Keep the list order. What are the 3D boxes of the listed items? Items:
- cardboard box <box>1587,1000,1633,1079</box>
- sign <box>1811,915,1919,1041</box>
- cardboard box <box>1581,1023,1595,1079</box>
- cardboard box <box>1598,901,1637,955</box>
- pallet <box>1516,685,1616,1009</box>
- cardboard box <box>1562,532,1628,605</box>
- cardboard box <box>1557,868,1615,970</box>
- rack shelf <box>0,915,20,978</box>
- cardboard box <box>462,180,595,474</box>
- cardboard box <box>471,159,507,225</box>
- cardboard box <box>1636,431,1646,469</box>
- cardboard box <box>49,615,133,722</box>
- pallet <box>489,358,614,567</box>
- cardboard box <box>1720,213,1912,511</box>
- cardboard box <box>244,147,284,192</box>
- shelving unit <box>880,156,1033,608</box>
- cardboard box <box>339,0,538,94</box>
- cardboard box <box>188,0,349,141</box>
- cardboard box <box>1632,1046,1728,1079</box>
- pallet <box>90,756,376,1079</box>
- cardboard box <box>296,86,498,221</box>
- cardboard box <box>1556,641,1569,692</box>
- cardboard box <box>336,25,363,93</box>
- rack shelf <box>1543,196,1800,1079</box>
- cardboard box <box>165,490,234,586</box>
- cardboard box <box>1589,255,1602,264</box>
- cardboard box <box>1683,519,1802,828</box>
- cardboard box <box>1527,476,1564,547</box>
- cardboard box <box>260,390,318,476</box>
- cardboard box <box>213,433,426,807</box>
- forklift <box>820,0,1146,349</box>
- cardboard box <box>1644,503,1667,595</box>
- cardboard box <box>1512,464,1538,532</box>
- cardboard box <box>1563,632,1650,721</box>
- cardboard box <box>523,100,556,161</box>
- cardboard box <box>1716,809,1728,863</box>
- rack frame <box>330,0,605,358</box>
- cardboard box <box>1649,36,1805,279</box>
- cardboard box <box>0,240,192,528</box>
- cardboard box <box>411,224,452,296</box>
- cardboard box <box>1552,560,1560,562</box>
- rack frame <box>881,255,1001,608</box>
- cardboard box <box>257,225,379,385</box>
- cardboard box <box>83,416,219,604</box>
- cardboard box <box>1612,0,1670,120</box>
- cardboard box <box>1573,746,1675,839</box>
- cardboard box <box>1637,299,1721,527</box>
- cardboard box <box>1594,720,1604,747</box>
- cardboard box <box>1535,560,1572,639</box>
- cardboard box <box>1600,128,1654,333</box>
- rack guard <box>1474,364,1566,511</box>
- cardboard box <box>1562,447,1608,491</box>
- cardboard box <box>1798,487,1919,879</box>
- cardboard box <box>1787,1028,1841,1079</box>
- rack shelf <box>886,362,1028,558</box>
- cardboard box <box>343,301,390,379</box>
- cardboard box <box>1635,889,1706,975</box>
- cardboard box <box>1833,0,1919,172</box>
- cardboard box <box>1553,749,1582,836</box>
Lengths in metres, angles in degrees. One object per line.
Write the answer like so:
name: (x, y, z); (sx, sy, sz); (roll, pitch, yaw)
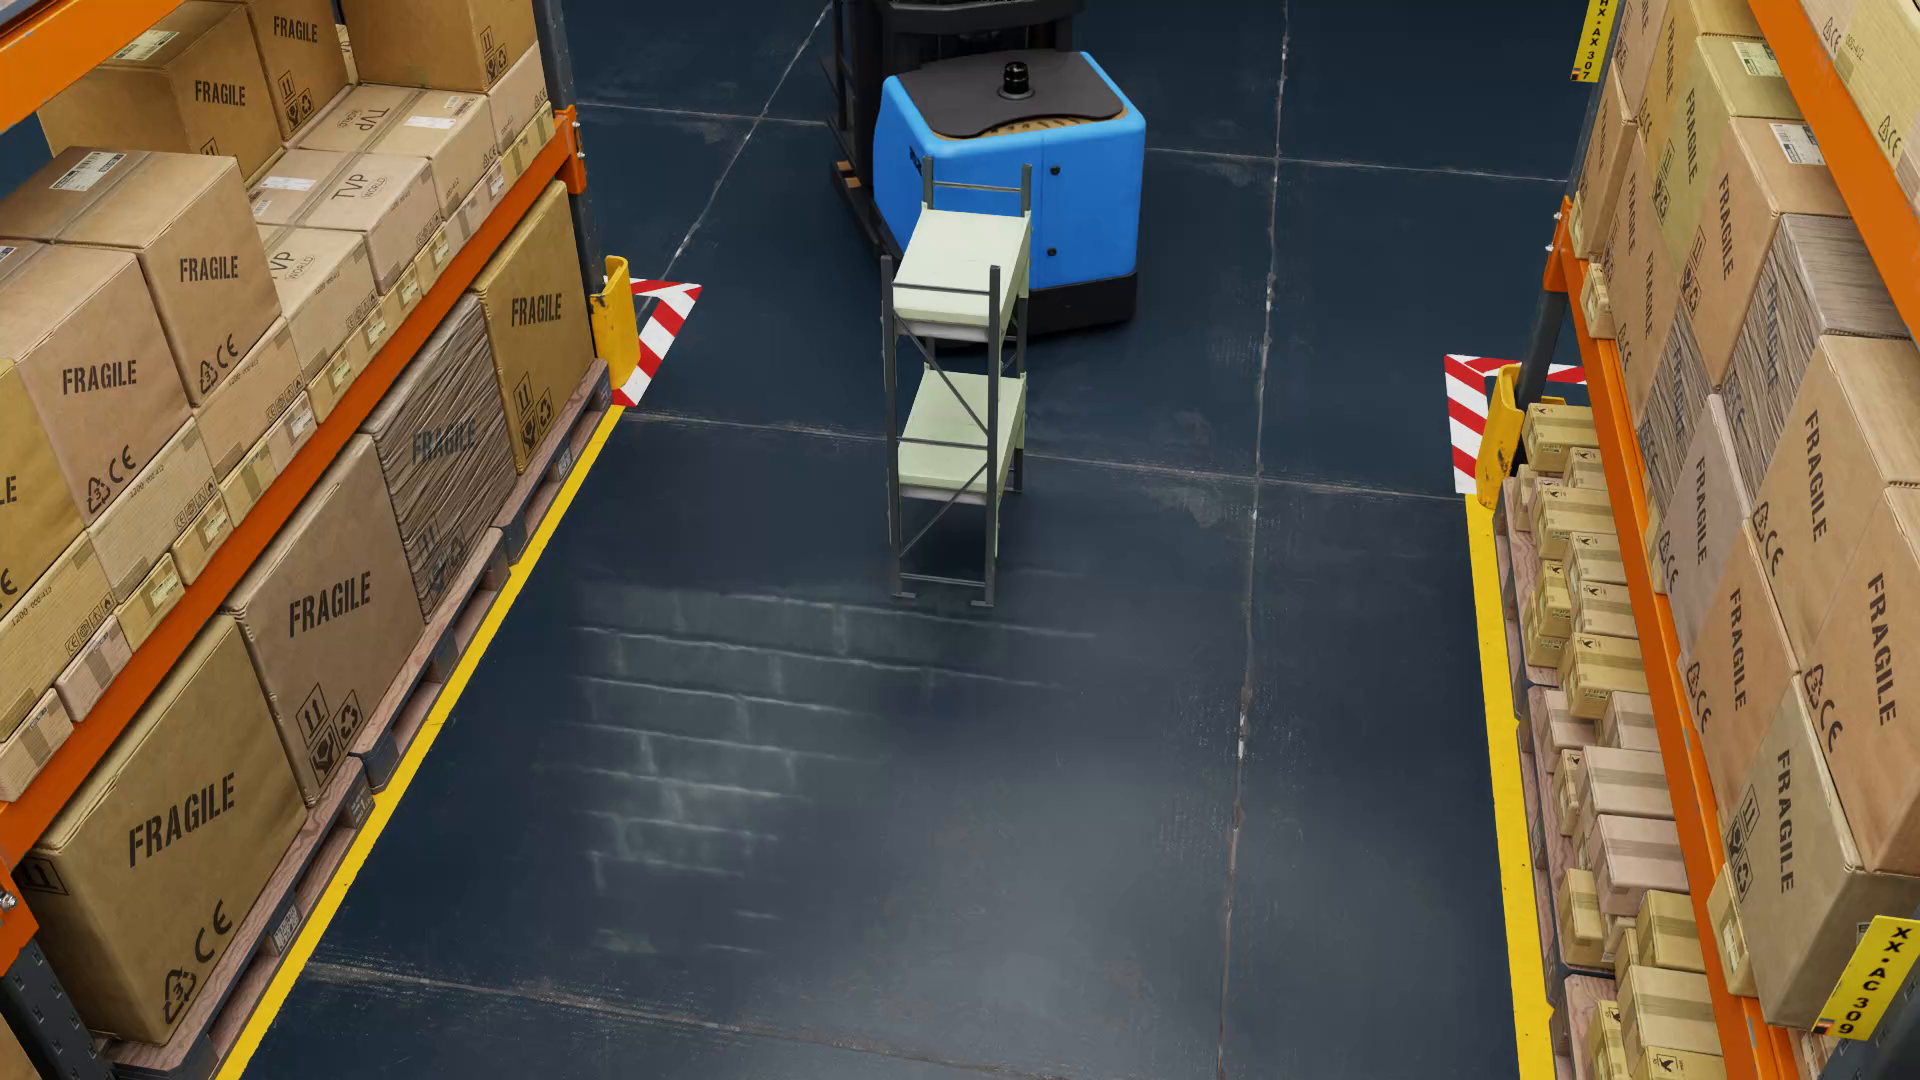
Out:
cardboard box: (1.887, 1.382, 4.398); (0.380, 0.149, 0.250); (5, 40, 6)
sign: (1.546, 0.746, 2.815); (0.100, 0.325, 0.005); (6, 40, 8)
cardboard box: (1.924, 1.461, 4.537); (0.380, 0.149, 0.250); (5, 40, 6)
cardboard box: (2.052, 1.074, 4.772); (0.380, 0.149, 0.250); (7, 40, 9)
pallet: (2.372, 1.016, 5.356); (1.003, 0.211, 1.213); (6, 40, 8)
cardboard box: (2.289, 0.118, 5.694); (0.380, 0.149, 0.250); (5, 40, 5)
cardboard box: (1.993, 1.138, 4.927); (0.380, 0.149, 0.250); (6, 40, 8)
rack shelf: (-3.132, 2.056, 2.473); (1.077, 0.370, 4.000); (6, 40, 8)
cardboard box: (-2.125, -0.919, 6.845); (0.875, 0.875, 0.875); (6, 40, 8)
cardboard box: (-1.919, -1.308, 6.176); (0.380, 0.149, 0.250); (6, 40, 8)
cardboard box: (2.241, -0.288, 4.941); (0.380, 0.149, 0.250); (6, 40, 7)
cardboard box: (-2.361, 0.307, 4.222); (0.380, 0.149, 0.250); (5, 40, 6)
pallet: (-2.155, -0.401, 7.070); (1.003, 0.211, 1.213); (6, 40, 8)
cardboard box: (2.084, -0.374, 3.751); (0.500, 0.500, 0.500); (7, 40, 9)
cardboard box: (-2.616, -1.130, 5.647); (0.500, 0.250, 0.500); (5, 40, 6)
shelving unit: (-0.001, -0.574, 6.267); (0.431, 1.500, 0.755); (6, 40, 8)
cardboard box: (-1.919, -1.998, 6.108); (0.500, 0.500, 0.500); (7, 40, 8)
cardboard box: (-2.529, -1.747, 5.805); (0.500, 0.500, 0.500); (5, 40, 7)
cardboard box: (1.892, 1.425, 4.113); (0.380, 0.149, 0.250); (7, 40, 8)
pallet: (-2.577, 1.130, 5.218); (1.003, 0.211, 1.213); (6, 40, 8)
cardboard box: (-2.004, -1.392, 5.963); (0.500, 0.250, 0.500); (6, 40, 7)
cardboard box: (2.265, 0.503, 5.695); (0.380, 0.149, 0.250); (6, 40, 8)
cardboard box: (-2.442, -1.772, 6.423); (0.500, 0.250, 0.500); (5, 40, 6)
rack shelf: (2.428, 0.156, 4.771); (1.077, 0.370, 4.000); (6, 40, 8)
cardboard box: (-2.273, -0.024, 4.622); (0.380, 0.149, 0.250); (5, 40, 6)
cardboard box: (2.392, -0.948, 5.740); (0.380, 0.149, 0.250); (8, 40, 9)
cardboard box: (1.978, 0.321, 3.696); (0.500, 0.500, 0.500); (5, 40, 6)
cardboard box: (2.328, -0.088, 6.176); (0.380, 0.149, 0.250); (6, 40, 7)
cardboard box: (-2.183, -0.342, 5.006); (0.380, 0.149, 0.250); (7, 40, 8)
cardboard box: (-2.437, 0.211, 5.479); (0.875, 0.875, 0.875); (6, 40, 8)
forklift: (-0.070, -2.964, 8.034); (1.130, 2.935, 3.031); (-11, 41, -13)
cardboard box: (2.101, 0.037, 4.549); (0.380, 0.149, 0.250); (7, 40, 9)
cardboard box: (2.368, -0.146, 6.480); (0.380, 0.149, 0.250); (7, 40, 9)
cardboard box: (2.141, 0.451, 5.291); (0.380, 0.149, 0.250); (7, 40, 8)
cardboard box: (-1.831, -1.630, 6.564); (0.380, 0.149, 0.250); (7, 40, 9)
cardboard box: (1.943, 0.691, 3.757); (0.380, 0.149, 0.250); (8, 40, 9)
rack frame: (-2.093, -1.986, 6.799); (1.000, 3.000, 0.127); (6, 40, 8)
cardboard box: (2.242, -1.021, 4.534); (0.500, 0.500, 0.500); (6, 40, 7)
cardboard box: (-2.358, -0.403, 4.179); (0.500, 0.500, 0.500); (6, 40, 8)
cardboard box: (-2.006, -0.989, 5.789); (0.380, 0.149, 0.250); (6, 40, 7)
cardboard box: (2.367, 0.184, 6.081); (0.380, 0.149, 0.250); (7, 40, 8)
rack frame: (-0.064, -0.344, 5.989); (0.400, 1.500, 0.023); (6, 40, 8)
cardboard box: (-2.178, -0.745, 5.181); (0.500, 0.250, 0.500); (6, 40, 8)
cardboard box: (-2.355, -0.111, 4.414); (0.500, 0.250, 0.500); (6, 40, 7)
cardboard box: (2.435, -1.662, 5.310); (0.500, 0.500, 0.500); (6, 40, 7)
cardboard box: (2.041, 0.763, 4.914); (0.380, 0.149, 0.250); (5, 40, 6)
cardboard box: (2.177, -0.313, 4.462); (0.500, 0.500, 0.500); (5, 40, 7)
cardboard box: (2.263, 0.576, 5.373); (0.380, 0.149, 0.250); (8, 40, 10)
cardboard box: (2.221, 0.225, 5.799); (0.380, 0.149, 0.250); (8, 40, 9)
cardboard box: (2.357, -0.939, 5.220); (0.500, 0.500, 0.500); (6, 40, 8)
rack guard: (2.761, -0.365, 6.799); (1.175, 0.500, 0.348); (6, 40, 8)
cardboard box: (2.420, -0.191, 6.068); (0.380, 0.149, 0.250); (7, 40, 8)
cardboard box: (1.897, 0.271, 2.972); (0.500, 0.500, 0.500); (5, 40, 6)
cardboard box: (1.901, 1.026, 3.352); (0.380, 0.149, 0.250); (6, 40, 7)
rack shelf: (-0.001, -0.323, 6.475); (0.431, 0.370, 0.720); (6, 40, 8)
cardboard box: (-2.096, -0.671, 5.404); (0.380, 0.149, 0.250); (7, 40, 9)
cardboard box: (2.050, 1.114, 4.490); (0.380, 0.149, 0.250); (8, 40, 9)
cardboard box: (2.086, -0.933, 3.288); (0.500, 0.250, 0.500); (6, 40, 7)
cardboard box: (2.114, 0.827, 5.304); (0.380, 0.149, 0.250); (6, 40, 8)
